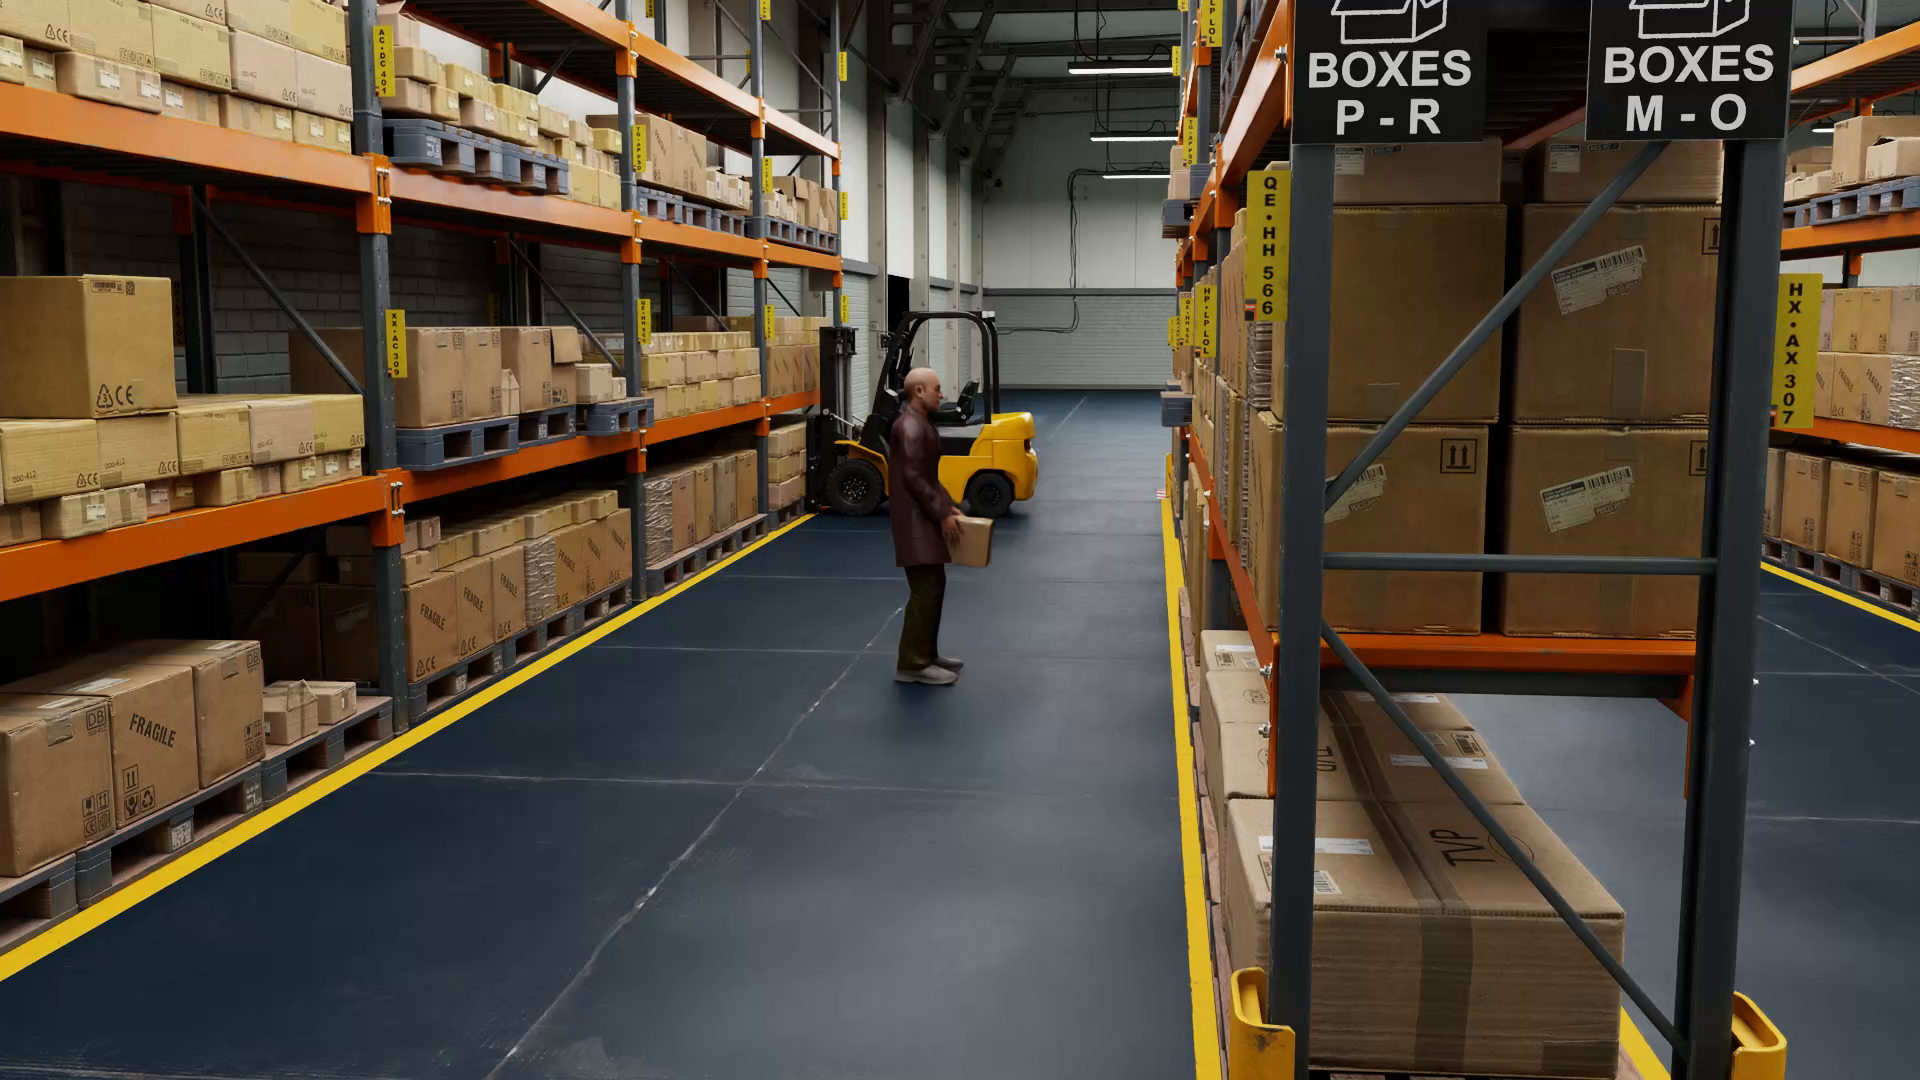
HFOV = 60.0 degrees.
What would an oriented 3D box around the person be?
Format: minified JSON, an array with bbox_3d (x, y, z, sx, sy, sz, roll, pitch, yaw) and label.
[{"bbox_3d":[-0.188,-0.092,9.522,0.443,1.781,0.579,1,7,5],"label":"person"}]
